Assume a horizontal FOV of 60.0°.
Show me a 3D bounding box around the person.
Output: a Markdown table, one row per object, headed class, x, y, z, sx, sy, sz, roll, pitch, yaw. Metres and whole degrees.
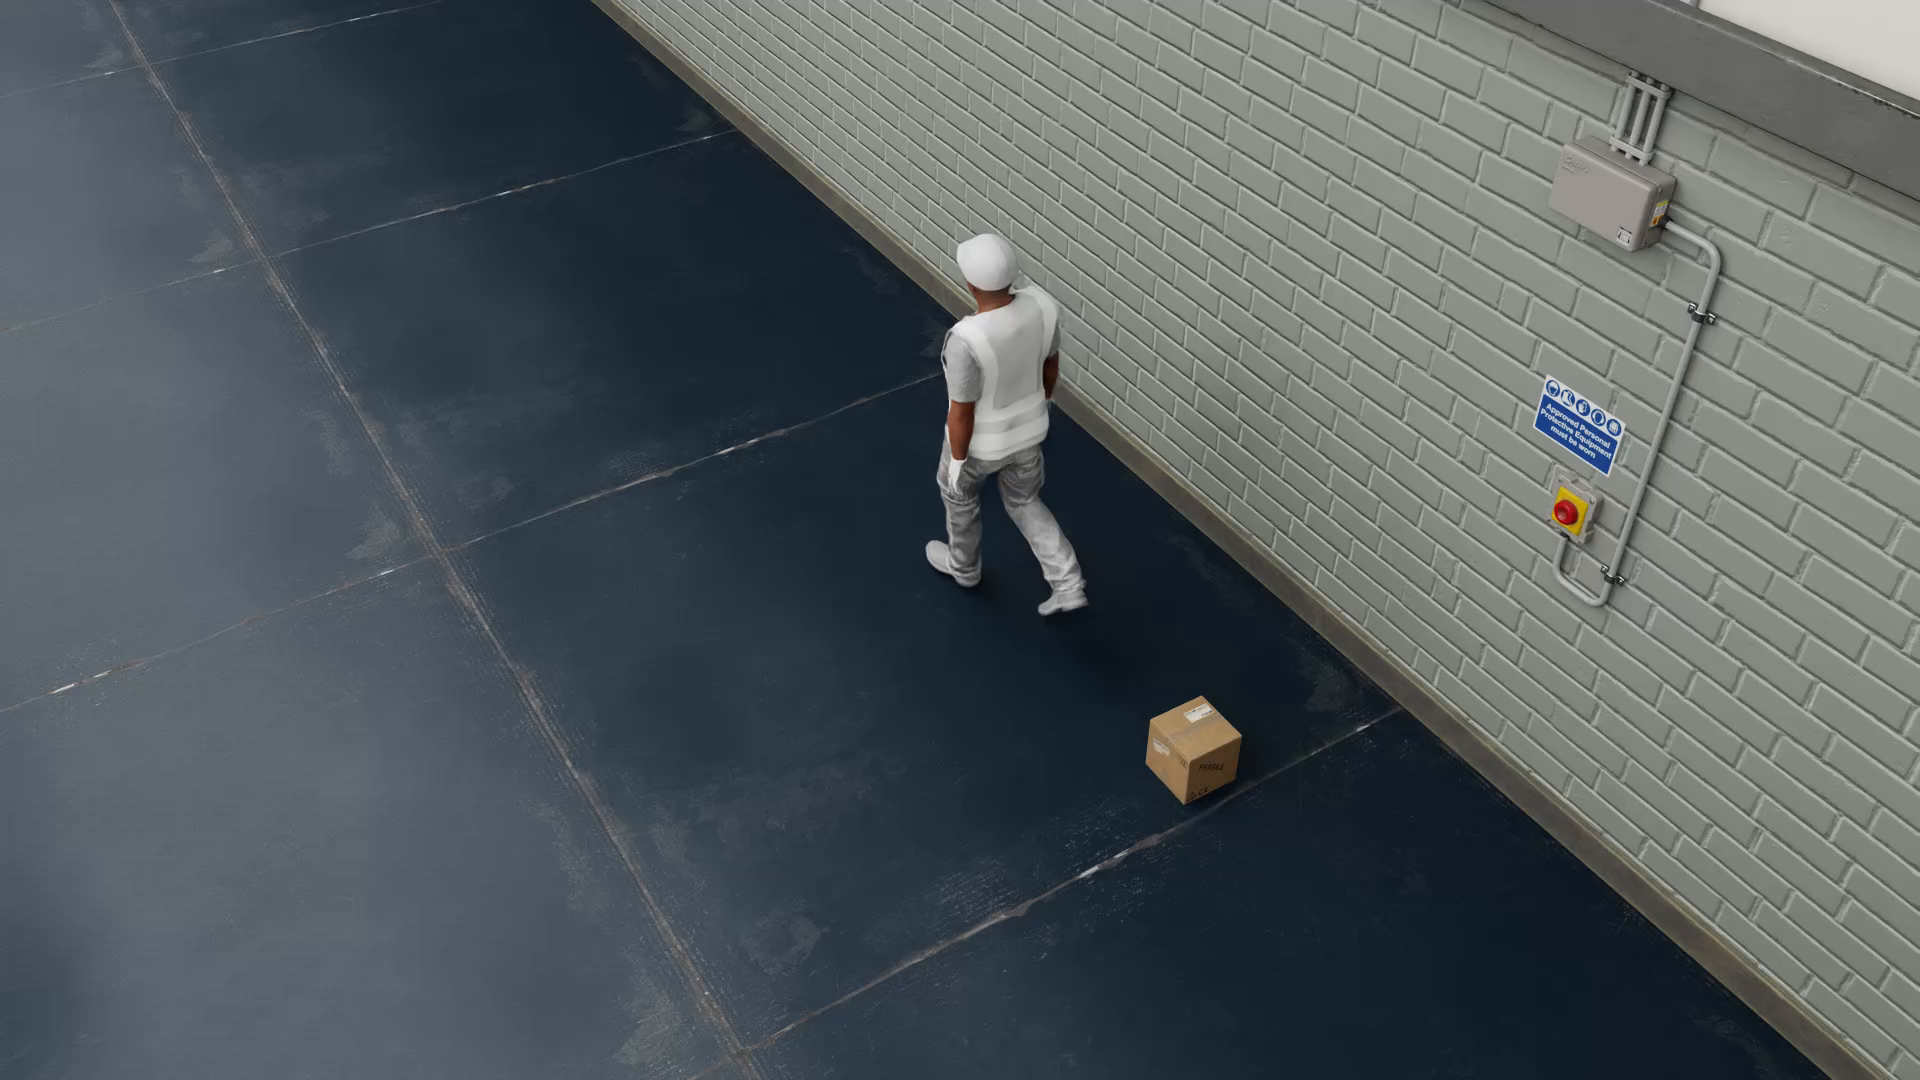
| class | x | y | z | sx | sy | sz | roll | pitch | yaw |
| --- | --- | --- | --- | --- | --- | --- | --- | --- | --- |
| person | 0.194 | -0.410 | 6.615 | 0.571 | 1.762 | 0.892 | -26 | 47 | -27 |
